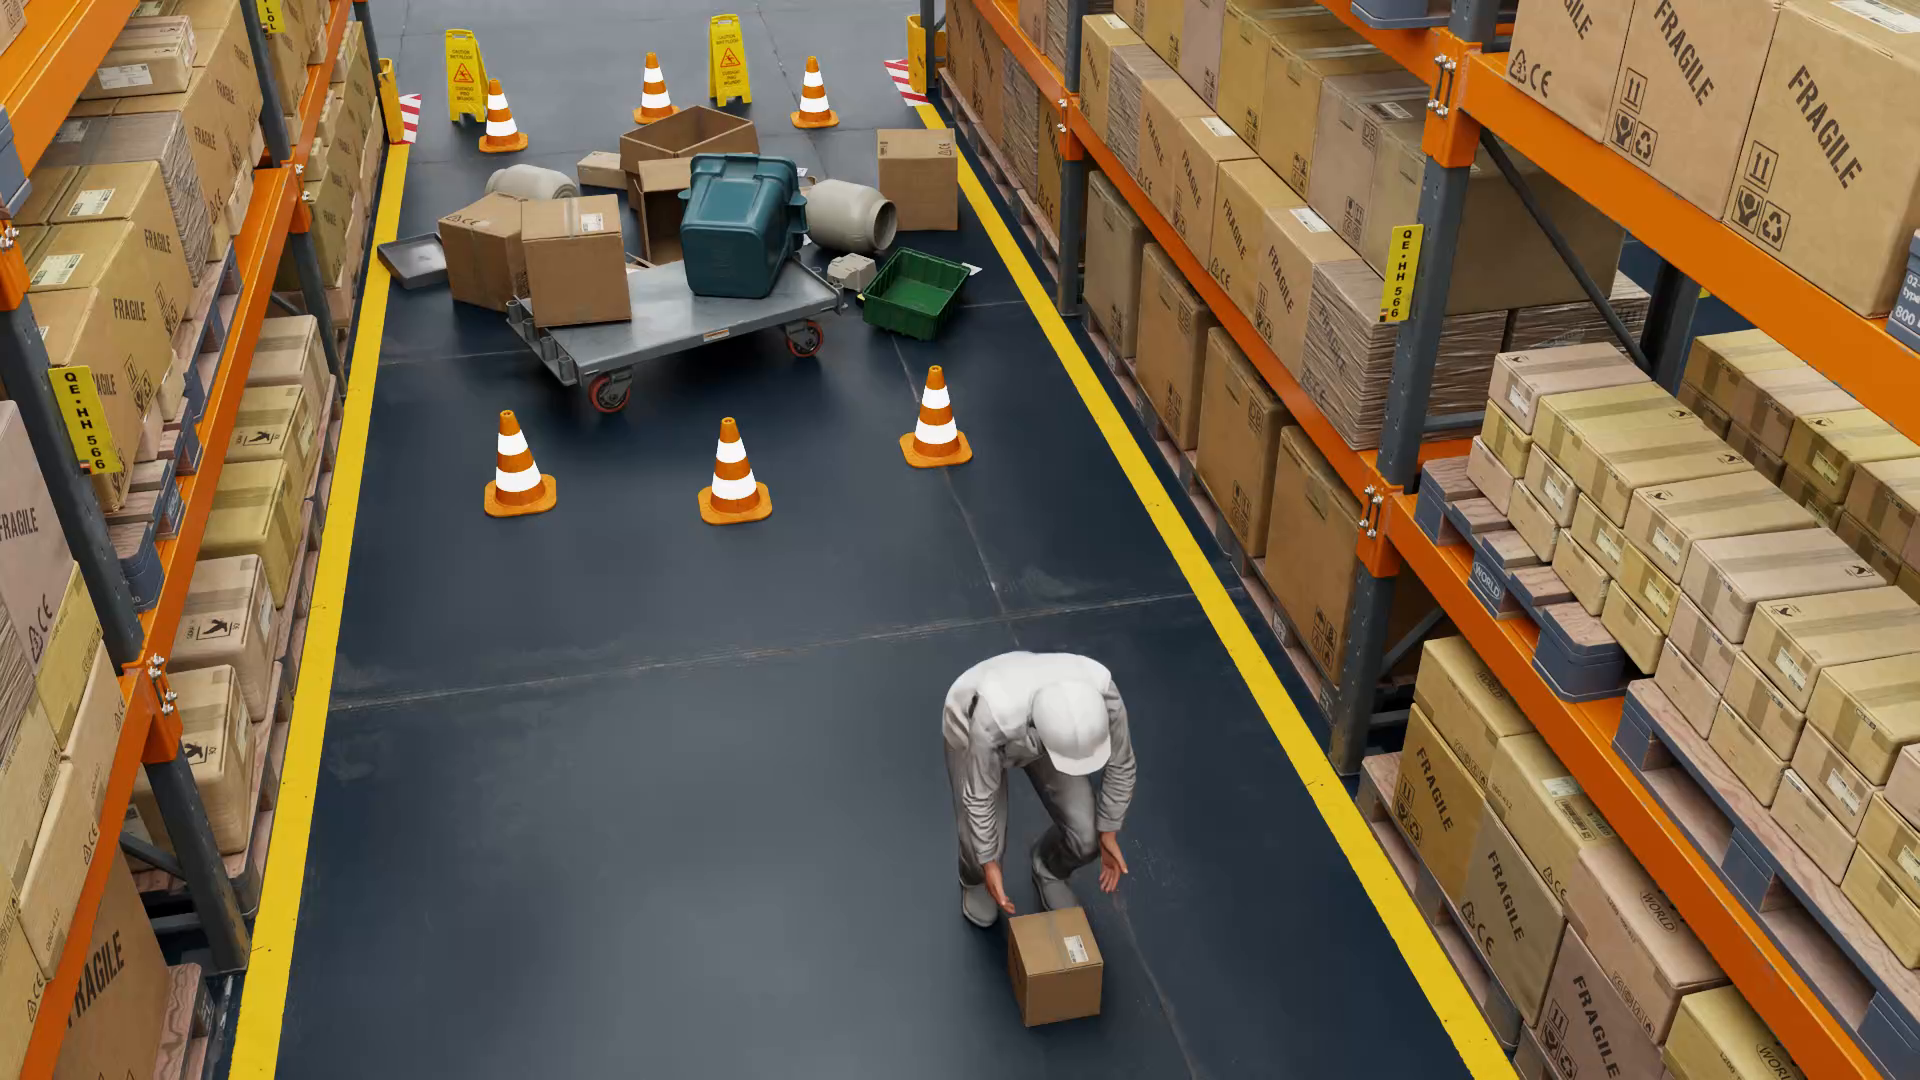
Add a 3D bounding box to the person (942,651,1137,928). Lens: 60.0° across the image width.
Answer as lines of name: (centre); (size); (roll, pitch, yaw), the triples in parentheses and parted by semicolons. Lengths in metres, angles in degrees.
person: (0.256, 0.775, 5.454); (0.578, 1.240, 0.841); (-7, 35, -11)
